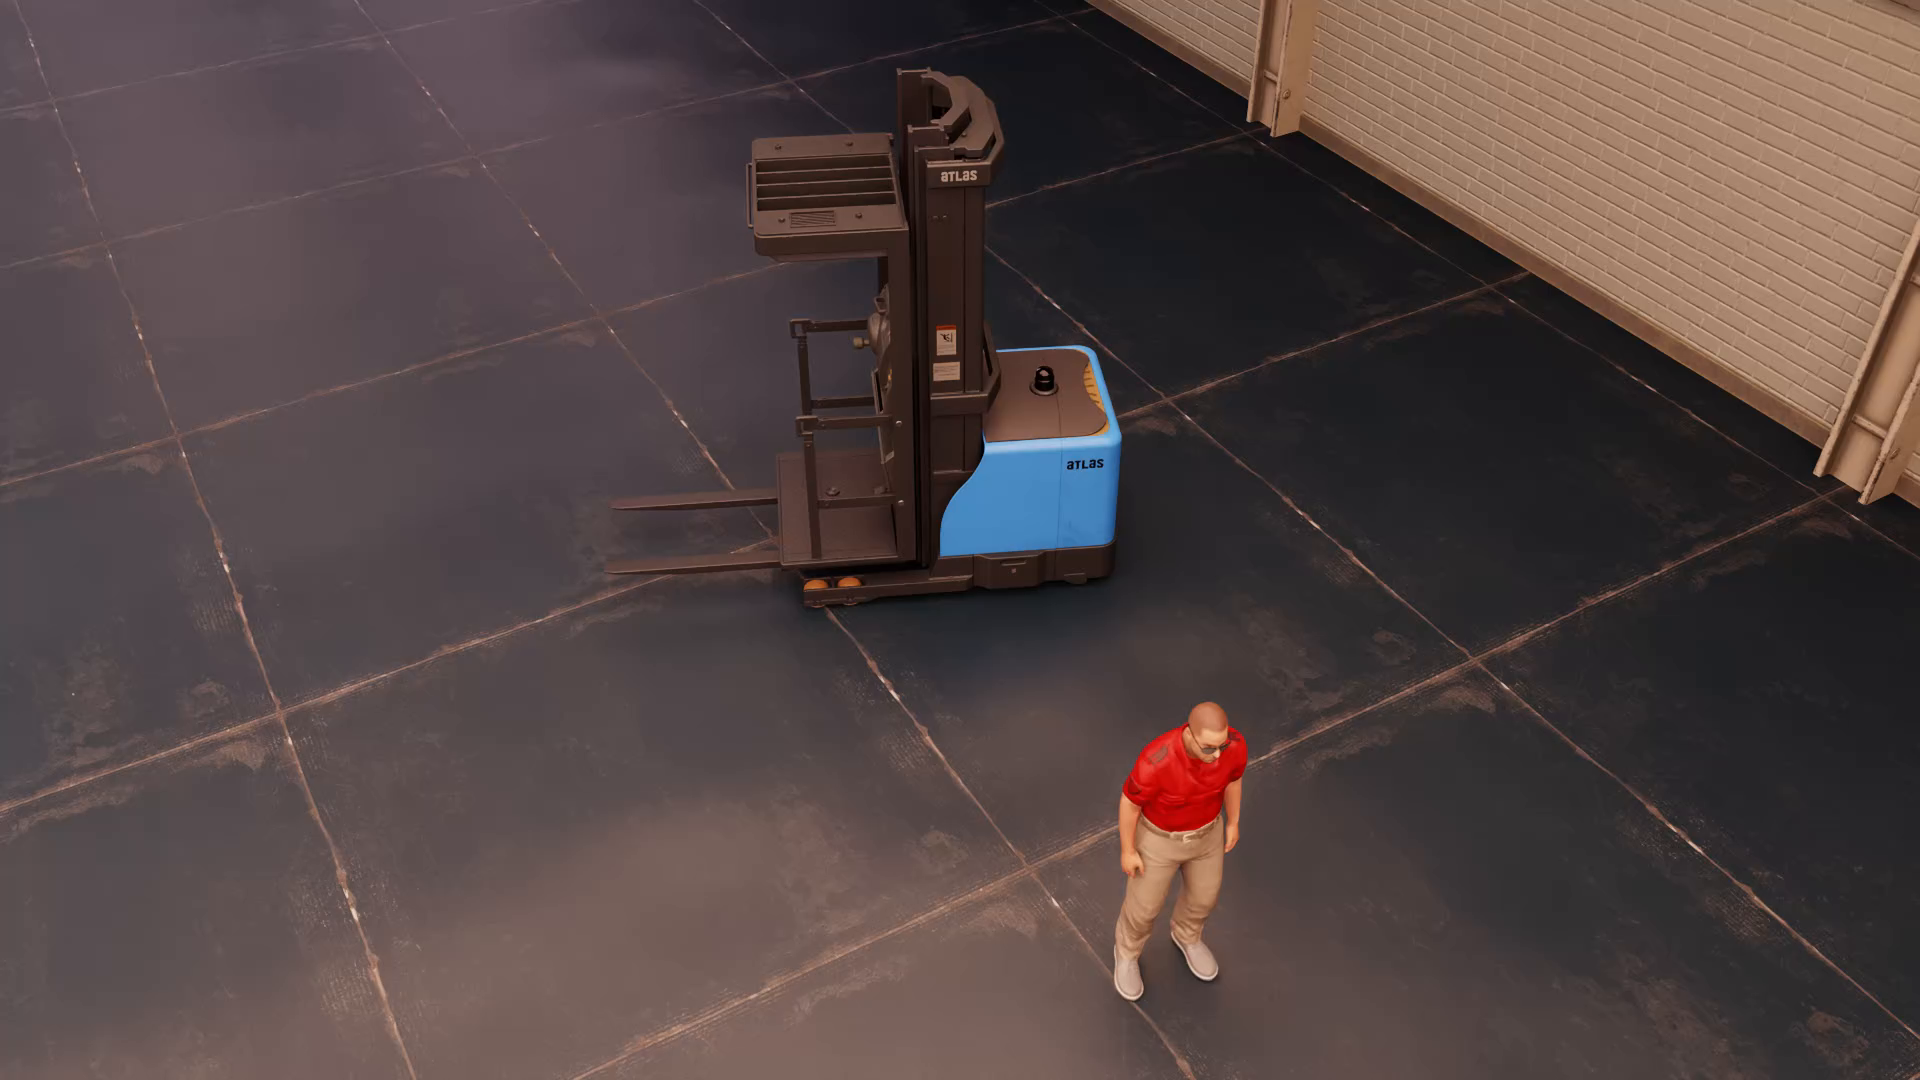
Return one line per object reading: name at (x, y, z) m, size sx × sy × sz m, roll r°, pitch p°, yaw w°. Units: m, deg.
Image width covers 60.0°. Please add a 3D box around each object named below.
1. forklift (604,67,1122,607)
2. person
forklift at (-0.621, -1.085, 9.345) m, size 3.031 × 2.935 × 1.130 m, roll -4°, pitch 40°, yaw -5°
person at (0.980, 1.325, 7.382) m, size 0.589 × 1.725 × 0.398 m, roll -12°, pitch 41°, yaw -14°
